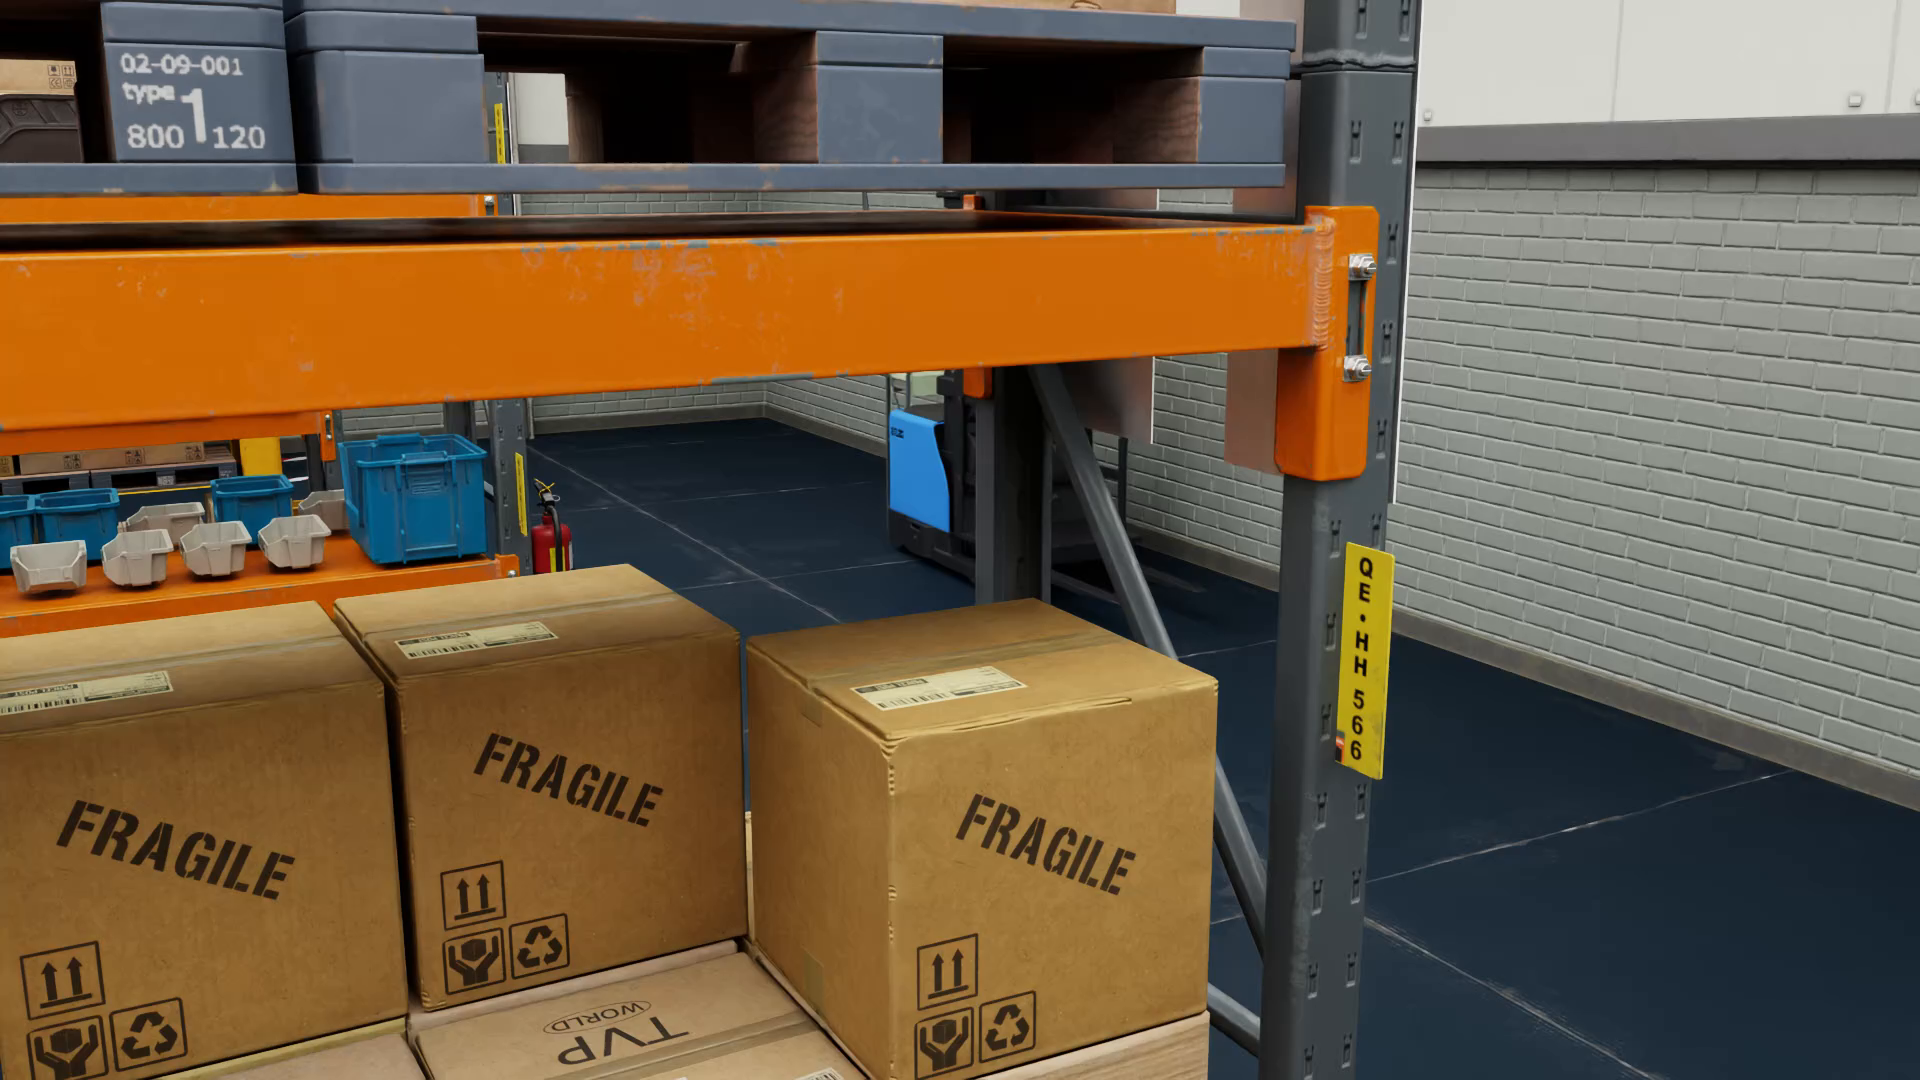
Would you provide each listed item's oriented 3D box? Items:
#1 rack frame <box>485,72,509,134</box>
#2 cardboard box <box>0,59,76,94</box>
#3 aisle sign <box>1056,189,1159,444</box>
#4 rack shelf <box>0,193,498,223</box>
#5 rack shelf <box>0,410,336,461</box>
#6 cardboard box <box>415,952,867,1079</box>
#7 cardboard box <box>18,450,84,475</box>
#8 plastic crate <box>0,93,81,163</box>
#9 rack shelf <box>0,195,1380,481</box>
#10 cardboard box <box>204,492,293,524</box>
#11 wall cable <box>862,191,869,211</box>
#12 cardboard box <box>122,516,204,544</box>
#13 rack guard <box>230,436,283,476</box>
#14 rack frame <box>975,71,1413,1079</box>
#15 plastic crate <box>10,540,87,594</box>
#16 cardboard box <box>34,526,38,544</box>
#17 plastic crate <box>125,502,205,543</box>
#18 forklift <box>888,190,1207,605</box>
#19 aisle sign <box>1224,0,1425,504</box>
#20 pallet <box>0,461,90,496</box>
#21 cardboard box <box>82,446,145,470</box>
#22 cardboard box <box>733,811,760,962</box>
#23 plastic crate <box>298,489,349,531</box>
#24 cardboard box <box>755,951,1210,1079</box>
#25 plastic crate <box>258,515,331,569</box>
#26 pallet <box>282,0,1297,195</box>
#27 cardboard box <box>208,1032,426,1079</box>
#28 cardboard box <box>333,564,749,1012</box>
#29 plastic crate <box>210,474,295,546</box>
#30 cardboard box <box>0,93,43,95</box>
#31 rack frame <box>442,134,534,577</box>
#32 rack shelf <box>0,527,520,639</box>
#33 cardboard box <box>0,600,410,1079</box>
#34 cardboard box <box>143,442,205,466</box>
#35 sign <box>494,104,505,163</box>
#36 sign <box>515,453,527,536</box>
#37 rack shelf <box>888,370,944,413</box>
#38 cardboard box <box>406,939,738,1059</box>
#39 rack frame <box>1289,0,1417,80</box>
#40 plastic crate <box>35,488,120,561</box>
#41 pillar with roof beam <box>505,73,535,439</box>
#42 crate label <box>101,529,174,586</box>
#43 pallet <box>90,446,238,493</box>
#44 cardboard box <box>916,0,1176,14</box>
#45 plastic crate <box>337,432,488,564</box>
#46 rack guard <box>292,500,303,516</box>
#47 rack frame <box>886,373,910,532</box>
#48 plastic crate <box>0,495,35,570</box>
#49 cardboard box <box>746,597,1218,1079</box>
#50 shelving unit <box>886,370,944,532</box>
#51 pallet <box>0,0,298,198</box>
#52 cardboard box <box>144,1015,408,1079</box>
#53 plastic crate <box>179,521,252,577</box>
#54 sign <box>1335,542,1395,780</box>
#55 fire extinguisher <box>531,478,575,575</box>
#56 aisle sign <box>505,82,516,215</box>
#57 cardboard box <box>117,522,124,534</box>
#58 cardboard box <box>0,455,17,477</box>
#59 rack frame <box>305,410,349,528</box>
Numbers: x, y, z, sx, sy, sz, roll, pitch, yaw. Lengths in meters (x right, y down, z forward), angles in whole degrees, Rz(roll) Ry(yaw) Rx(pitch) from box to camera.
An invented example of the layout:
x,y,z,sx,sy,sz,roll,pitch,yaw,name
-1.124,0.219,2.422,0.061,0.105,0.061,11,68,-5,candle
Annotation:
x,y,z,sx,sy,sz,roll,pitch,yaw,name
-2.054,-3.137,6.551,0.127,3.000,1.000,-7,14,-28,rack frame
-5.734,-2.998,10.262,0.500,0.500,0.700,-7,14,-28,cardboard box
0.239,-0.589,2.974,0.004,0.787,0.394,-7,14,-28,aisle sign
-3.809,-1.112,6.025,4.000,0.370,1.077,-7,14,-28,rack shelf
-6.179,-0.604,10.597,4.000,0.370,1.077,-7,14,-28,rack shelf
-0.424,0.828,2.262,0.500,0.250,0.500,-7,15,-29,cardboard box
-8.247,-0.906,15.039,0.500,0.500,0.700,-7,15,-30,cardboard box
-3.526,-1.535,6.409,0.767,0.338,0.504,-7,14,-28,plastic crate
-1.436,-0.157,1.783,4.000,0.370,1.077,-7,14,-28,rack shelf
-4.783,-0.055,11.214,0.500,0.500,0.500,-7,14,-28,cardboard box
-1.665,-4.057,17.714,0.112,2.526,3.097,-7,14,-28,wall cable
-5.476,0.017,11.462,0.500,0.250,0.500,-7,14,-28,cardboard box
-6.779,-0.902,15.979,0.348,0.500,1.175,-7,14,-28,rack guard
0.320,0.745,2.969,0.127,3.000,1.000,-7,14,-28,rack frame
-3.428,0.107,6.268,0.250,0.136,0.298,-7,14,-28,plastic crate
-6.288,0.061,10.692,0.637,0.503,0.797,-7,14,-28,cardboard box
-3.345,-0.059,7.003,0.298,0.136,0.250,-7,14,-28,plastic crate
0.579,-1.144,11.518,1.130,2.935,3.031,-7,14,-27,forklift
0.527,-0.473,2.460,0.004,0.787,0.394,-7,14,-28,aisle sign
-8.534,-0.532,14.993,1.213,0.211,1.003,-7,14,-28,pallet
-7.806,-0.959,15.275,0.500,0.500,0.700,-7,14,-28,cardboard box
-0.231,0.671,2.959,0.500,0.250,0.500,-7,15,-29,cardboard box
-2.749,-0.130,7.320,0.298,0.136,0.250,-7,14,-28,plastic crate
0.021,0.775,2.499,0.500,0.250,0.500,-7,15,-29,cardboard box
-2.683,0.010,6.696,0.243,0.136,0.396,-7,14,-28,plastic crate
-0.327,-0.595,2.293,1.213,0.211,1.003,-7,14,-28,pallet
-0.871,0.882,2.024,0.500,0.250,0.500,-7,15,-30,cardboard box
-0.670,0.358,2.643,0.500,0.500,0.500,-7,15,-29,cardboard box
-3.006,-0.126,7.080,0.300,0.233,0.416,-7,14,-28,plastic crate
-5.632,-2.591,10.163,0.500,0.250,0.500,-7,14,-28,cardboard box
-2.054,-0.210,7.210,0.127,3.000,1.000,-7,14,-28,rack frame
-3.809,0.351,6.354,4.000,0.370,1.077,-7,14,-28,rack shelf
-1.122,0.414,2.396,0.500,0.500,0.500,-7,15,-29,cardboard box
-7.367,-1.012,15.509,0.500,0.500,0.700,-7,14,-28,cardboard box
-1.776,-1.518,6.429,0.005,0.325,0.100,-7,14,-28,sign
-1.776,-0.185,6.729,0.005,0.325,0.100,-7,14,-28,sign
-0.162,-1.178,13.151,0.720,0.370,0.431,-7,14,-27,rack shelf
-0.684,0.727,2.711,0.500,0.250,0.500,-7,14,-29,cardboard box
0.320,-2.182,2.310,0.127,3.000,1.000,-7,14,-28,rack frame
-3.584,-0.056,6.773,0.300,0.233,0.416,-7,14,-28,plastic crate
-2.782,-4.667,13.351,0.400,9.000,9.100,-7,14,-28,pillar with roof beam
-3.177,0.072,6.422,0.243,0.136,0.396,-7,14,-28,crate label
-7.465,-0.659,15.559,1.213,0.211,1.003,-7,14,-28,pallet
-0.111,-0.956,2.282,0.500,0.500,0.700,-8,15,-31,cardboard box
-2.258,-0.185,6.883,0.499,0.435,0.616,-7,14,-28,plastic crate
-4.490,0.063,11.692,0.348,0.500,1.175,-7,14,-28,rack guard
-0.485,-0.760,13.070,0.023,1.500,0.400,-7,14,-27,rack frame
-3.847,-0.025,6.632,0.300,0.233,0.416,-7,14,-28,plastic crate
0.018,0.409,2.417,0.500,0.500,0.500,-7,14,-27,cardboard box
-0.162,-0.798,13.237,0.755,1.500,0.431,-7,14,-27,shelving unit
-1.399,-0.466,1.719,1.213,0.211,1.003,-7,14,-28,pallet
-1.127,0.779,2.479,0.500,0.250,0.500,-7,15,-30,cardboard box
-2.944,0.038,6.573,0.243,0.136,0.396,-7,14,-28,plastic crate
0.567,0.170,2.344,0.005,0.325,0.100,-7,14,-28,sign
-1.703,0.081,6.941,0.183,0.674,0.296,-7,14,-28,fire extinguisher
-1.850,-1.429,6.707,0.004,0.787,0.394,-7,14,-28,aisle sign
-5.915,0.070,11.228,0.500,0.250,0.500,-7,14,-28,cardboard box
-8.712,-0.848,14.784,0.500,0.500,0.700,-6,14,-27,cardboard box
-4.424,-1.165,11.453,0.127,3.000,1.000,-7,14,-28,rack frame
